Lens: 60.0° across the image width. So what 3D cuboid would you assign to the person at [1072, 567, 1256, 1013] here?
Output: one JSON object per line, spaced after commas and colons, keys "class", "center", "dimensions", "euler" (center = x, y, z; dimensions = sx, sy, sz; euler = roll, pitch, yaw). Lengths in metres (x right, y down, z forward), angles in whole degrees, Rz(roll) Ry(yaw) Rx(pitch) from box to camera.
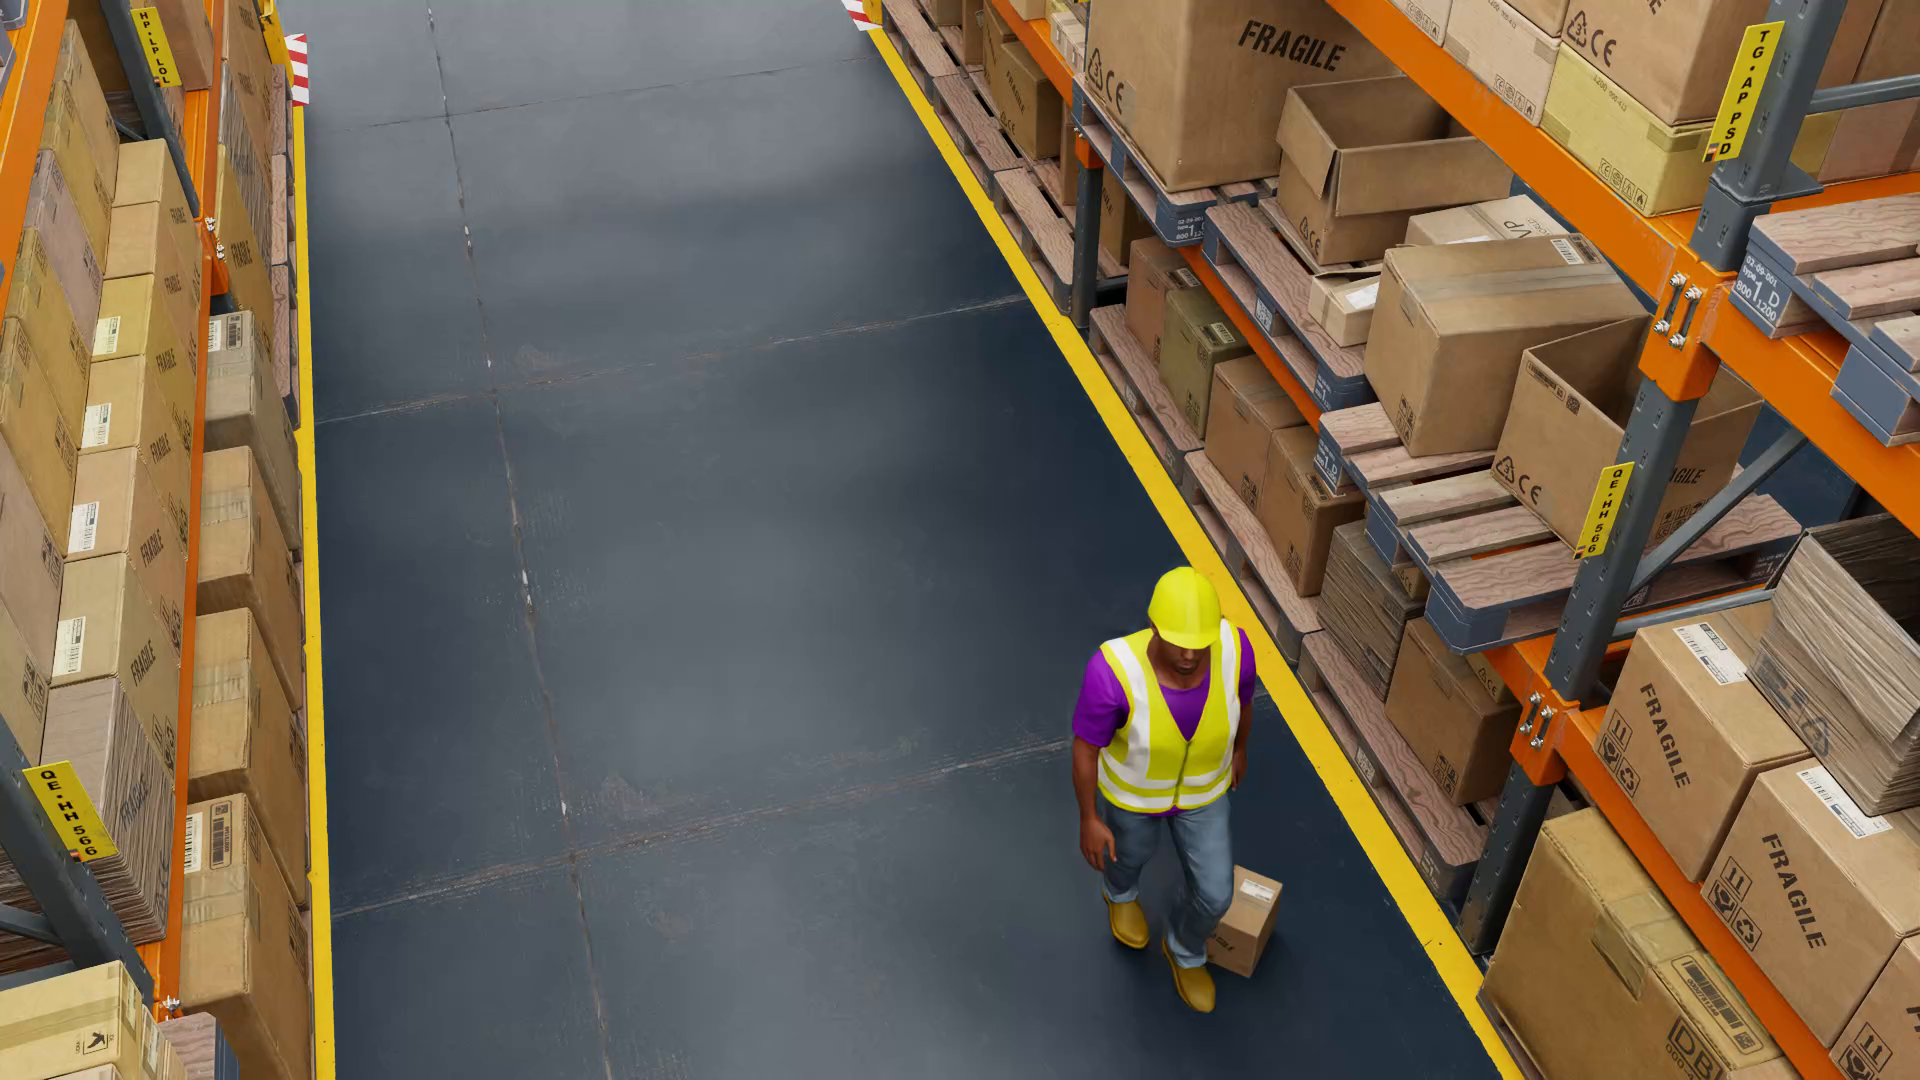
{"class": "person", "center": [0.644, 0.788, 5.274], "dimensions": [0.625, 1.818, 0.569], "euler": [-6, 42, -6]}
